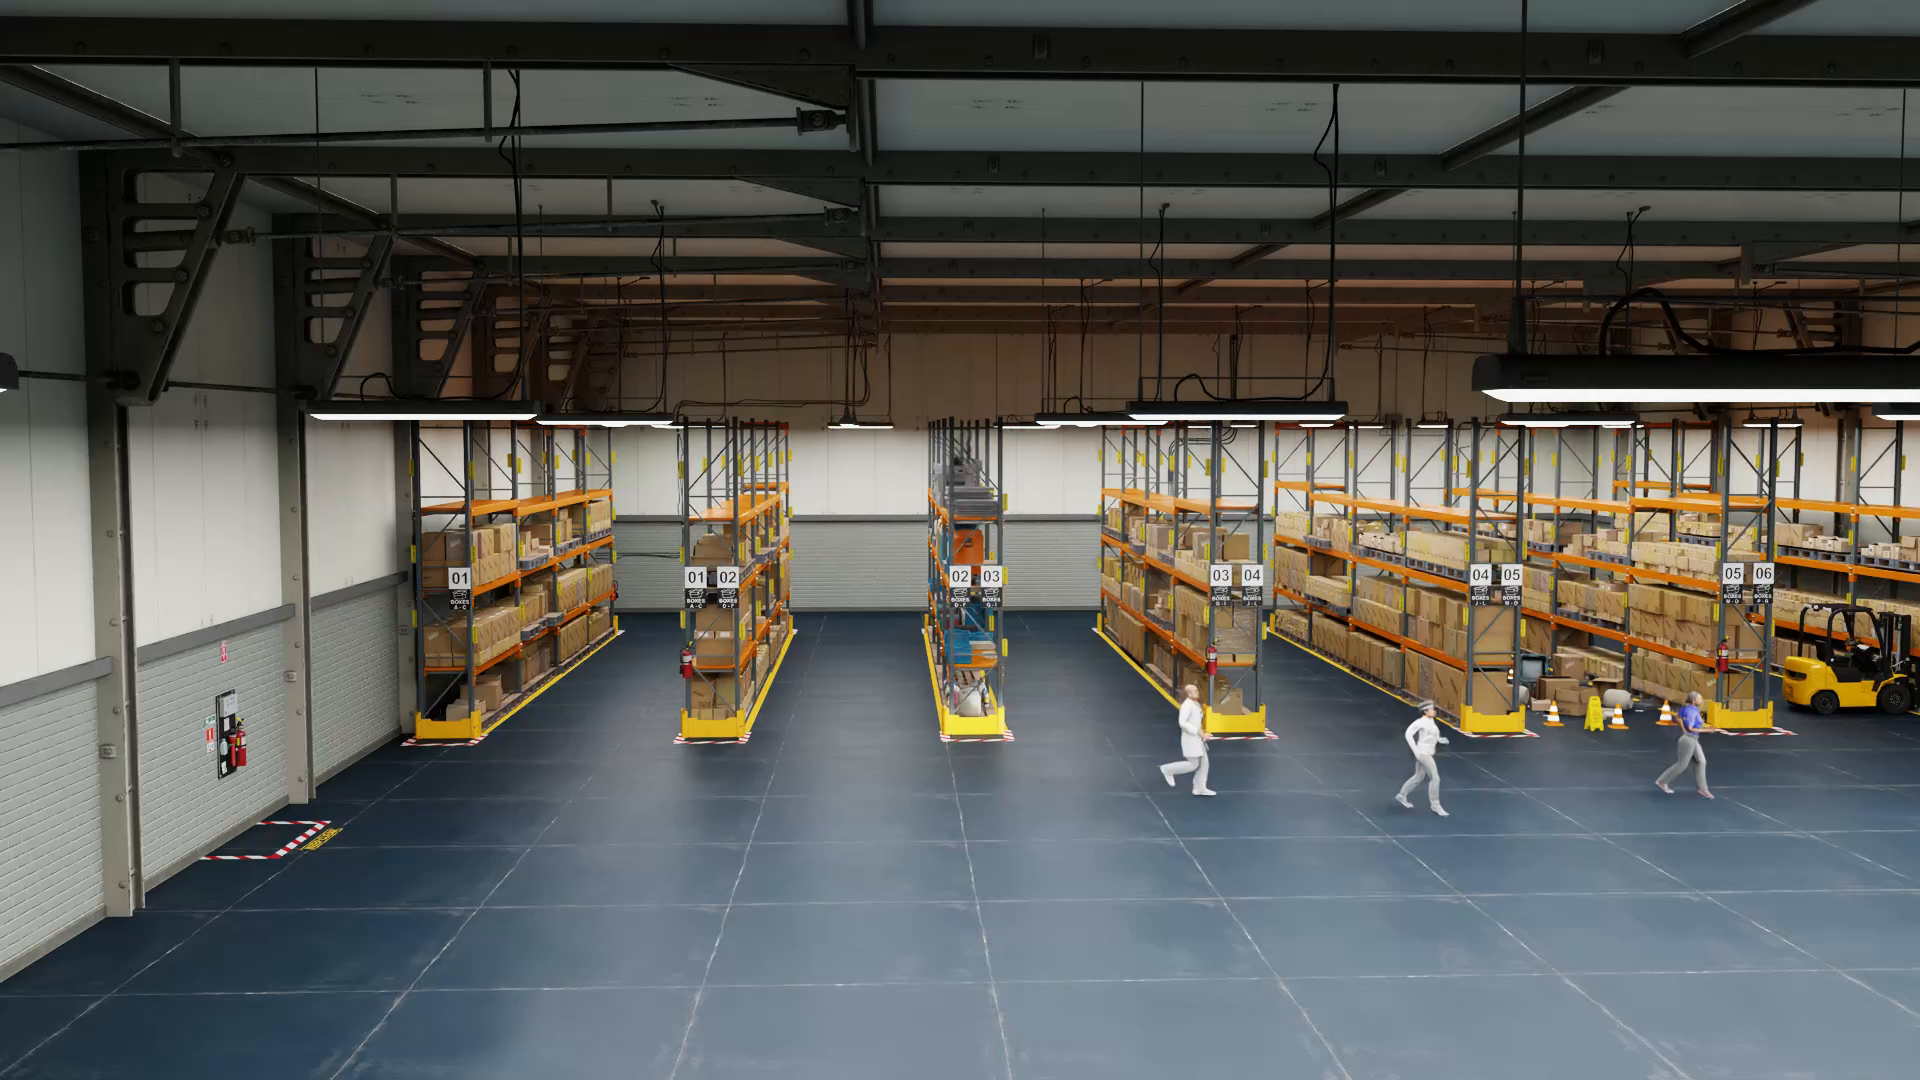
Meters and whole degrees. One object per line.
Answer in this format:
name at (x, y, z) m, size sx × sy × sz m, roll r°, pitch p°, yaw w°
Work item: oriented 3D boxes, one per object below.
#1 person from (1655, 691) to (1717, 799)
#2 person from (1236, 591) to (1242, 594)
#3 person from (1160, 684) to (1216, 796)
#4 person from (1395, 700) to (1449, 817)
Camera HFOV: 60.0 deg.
person at (11.376, 3.200, 26.029) m, size 0.869 × 1.691 × 0.543 m, roll 2°, pitch 4°, yaw 30°
person at (8.155, 1.785, 48.287) m, size 0.662 × 1.658 × 0.644 m, roll -3°, pitch 5°, yaw -41°
person at (3.613, 3.147, 26.217) m, size 0.877 × 1.754 × 0.711 m, roll 1°, pitch 4°, yaw 21°
person at (6.958, 3.245, 24.976) m, size 0.805 × 1.729 × 0.605 m, roll 2°, pitch 4°, yaw 26°
